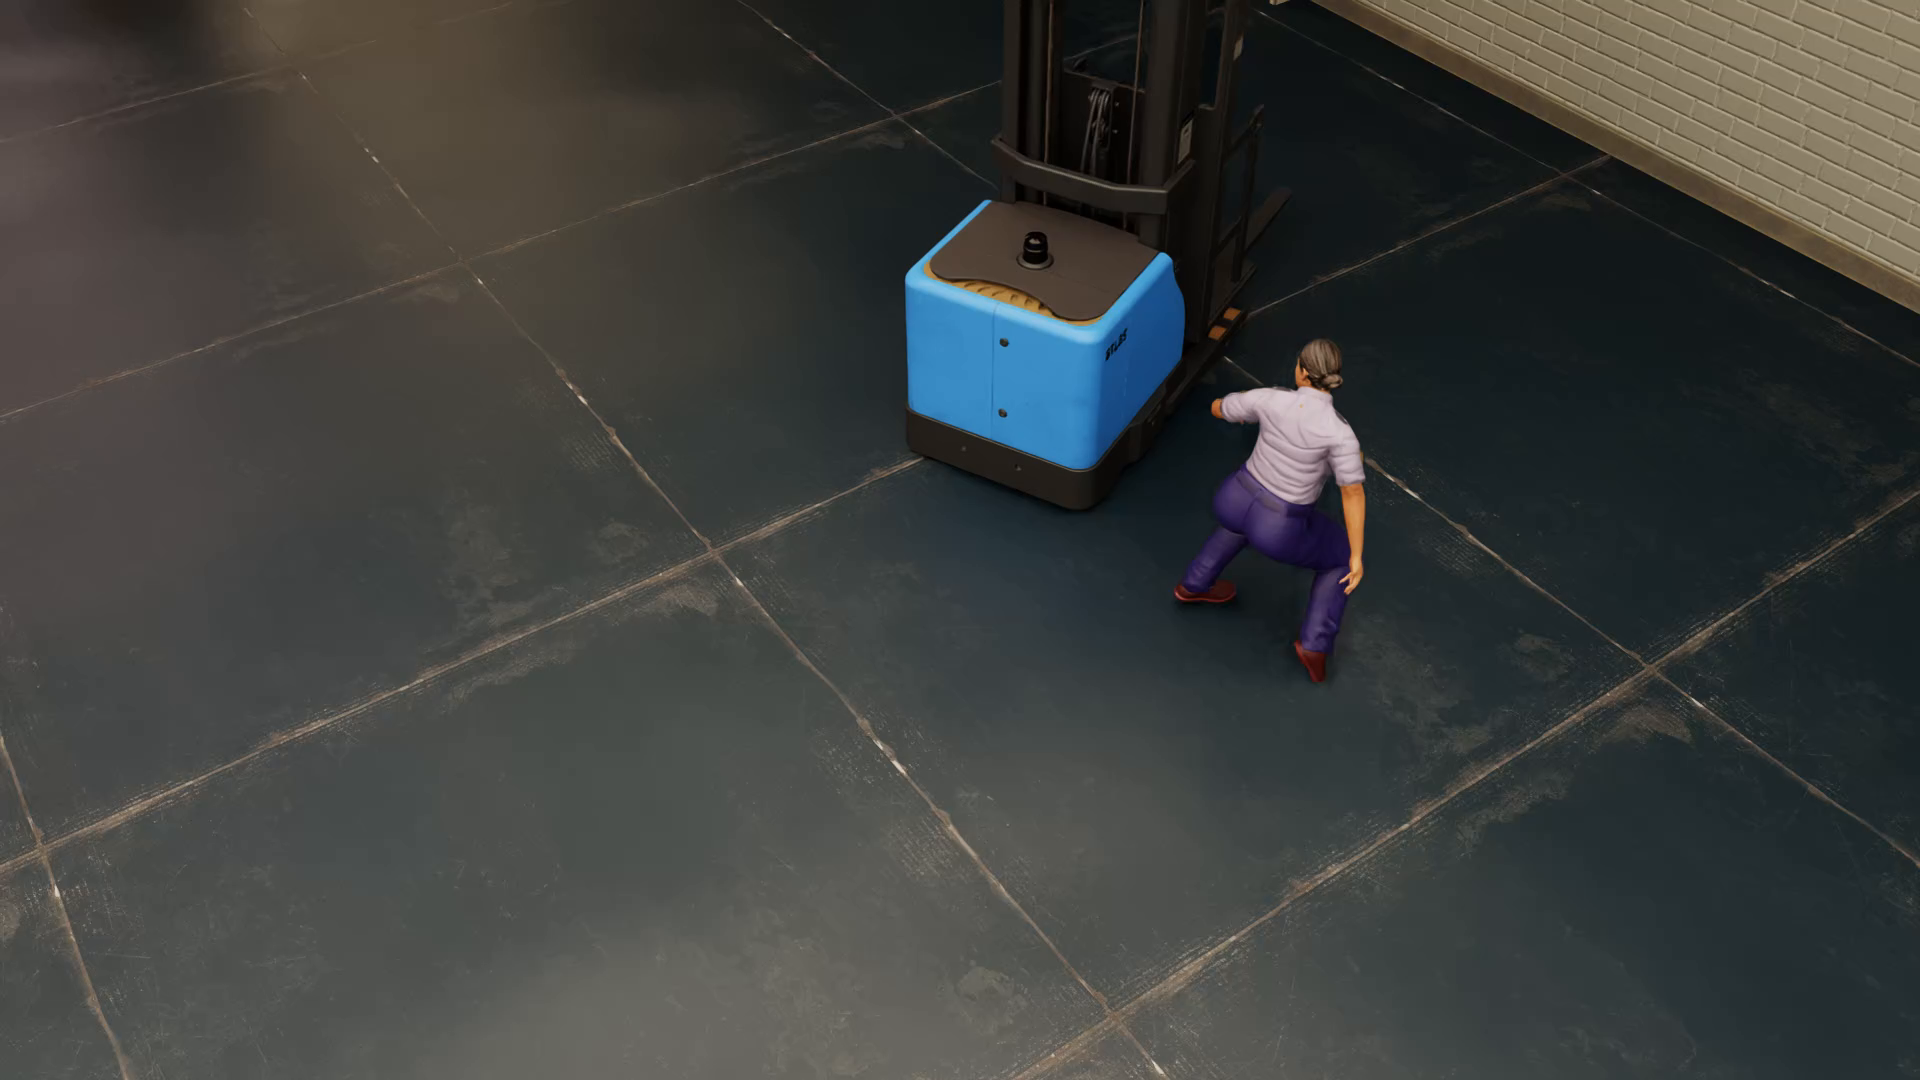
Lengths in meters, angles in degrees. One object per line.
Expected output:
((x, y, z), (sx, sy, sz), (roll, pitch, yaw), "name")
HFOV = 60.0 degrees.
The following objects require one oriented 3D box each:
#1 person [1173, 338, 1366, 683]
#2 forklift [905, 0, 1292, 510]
((1.388, -0.104, 6.975), (0.510, 1.554, 0.946), (-32, 52, -30), "person")
((0.906, -2.207, 8.111), (1.130, 2.935, 3.031), (21, 47, 22), "forklift")
